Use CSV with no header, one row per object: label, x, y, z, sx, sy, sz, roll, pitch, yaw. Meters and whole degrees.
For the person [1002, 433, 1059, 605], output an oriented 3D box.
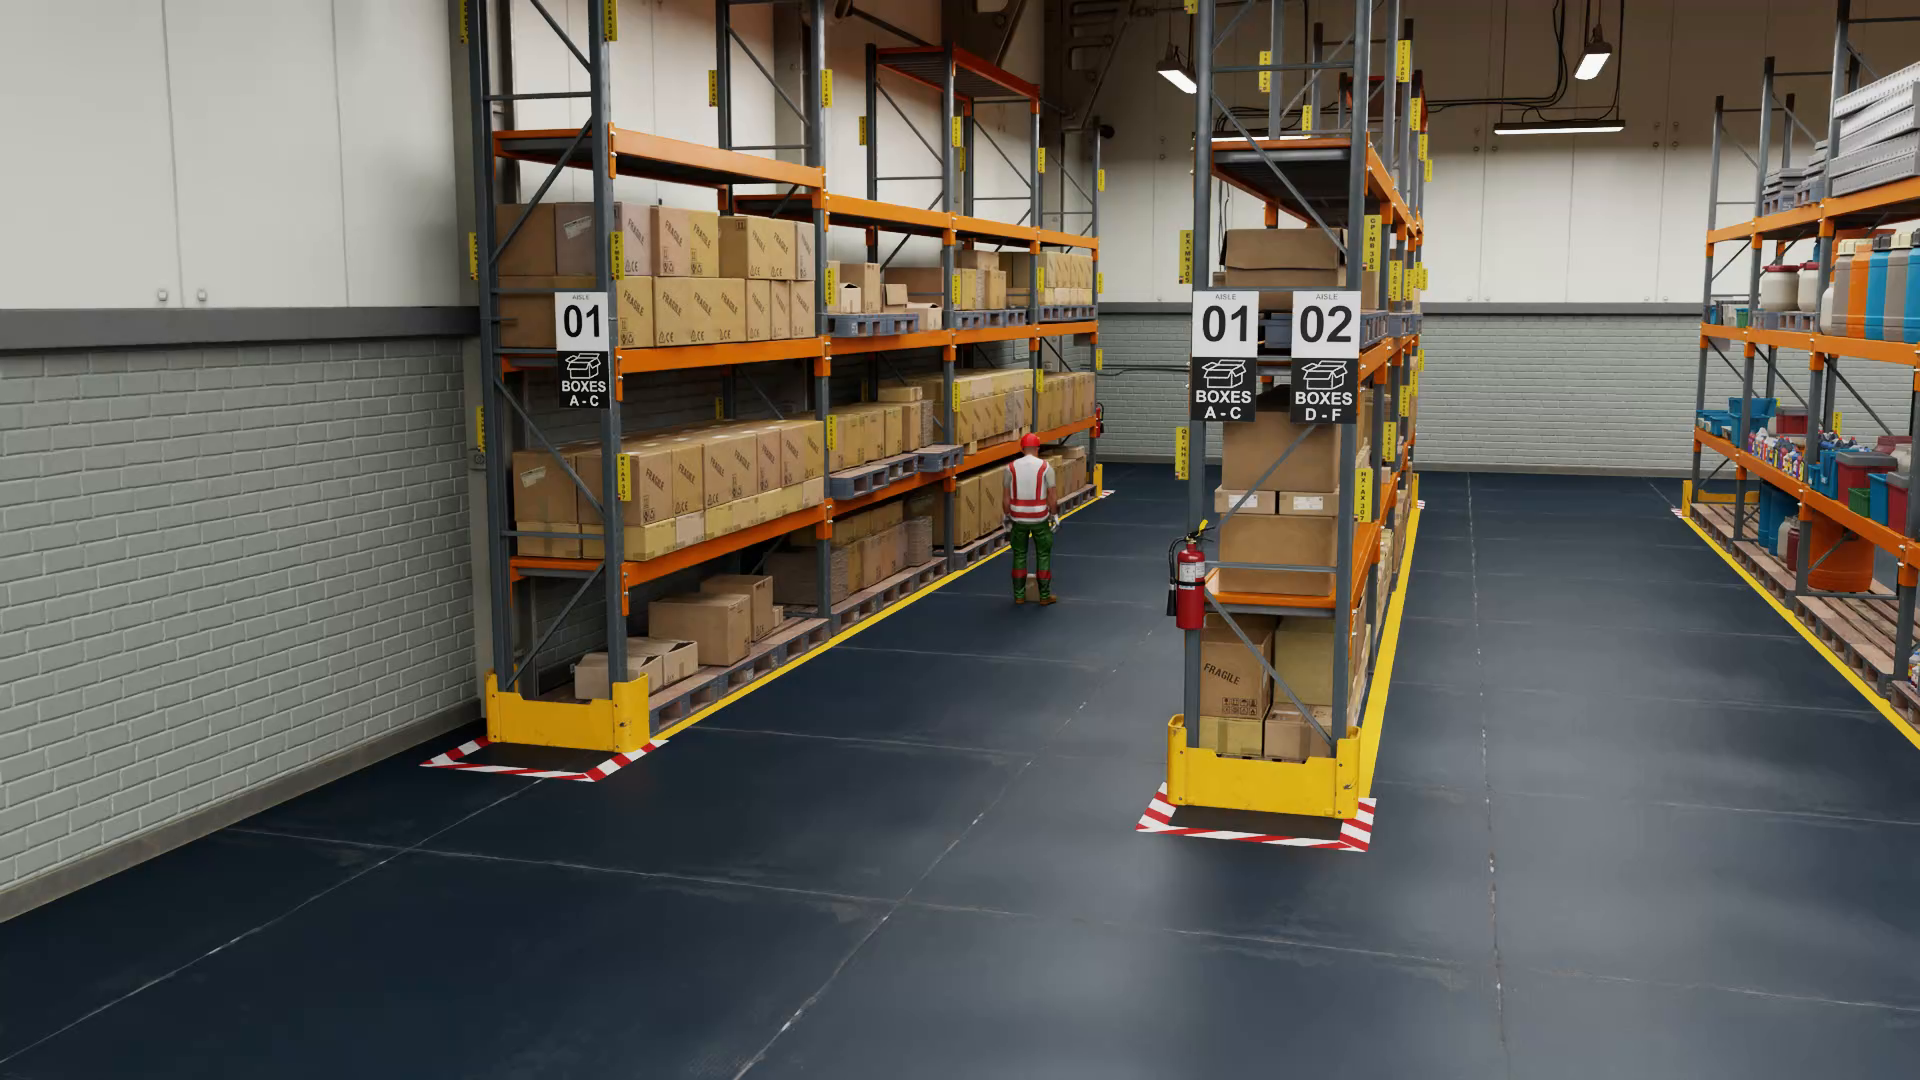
person,0.736,-0.221,17.312,0.601,1.777,0.452,2,8,14
